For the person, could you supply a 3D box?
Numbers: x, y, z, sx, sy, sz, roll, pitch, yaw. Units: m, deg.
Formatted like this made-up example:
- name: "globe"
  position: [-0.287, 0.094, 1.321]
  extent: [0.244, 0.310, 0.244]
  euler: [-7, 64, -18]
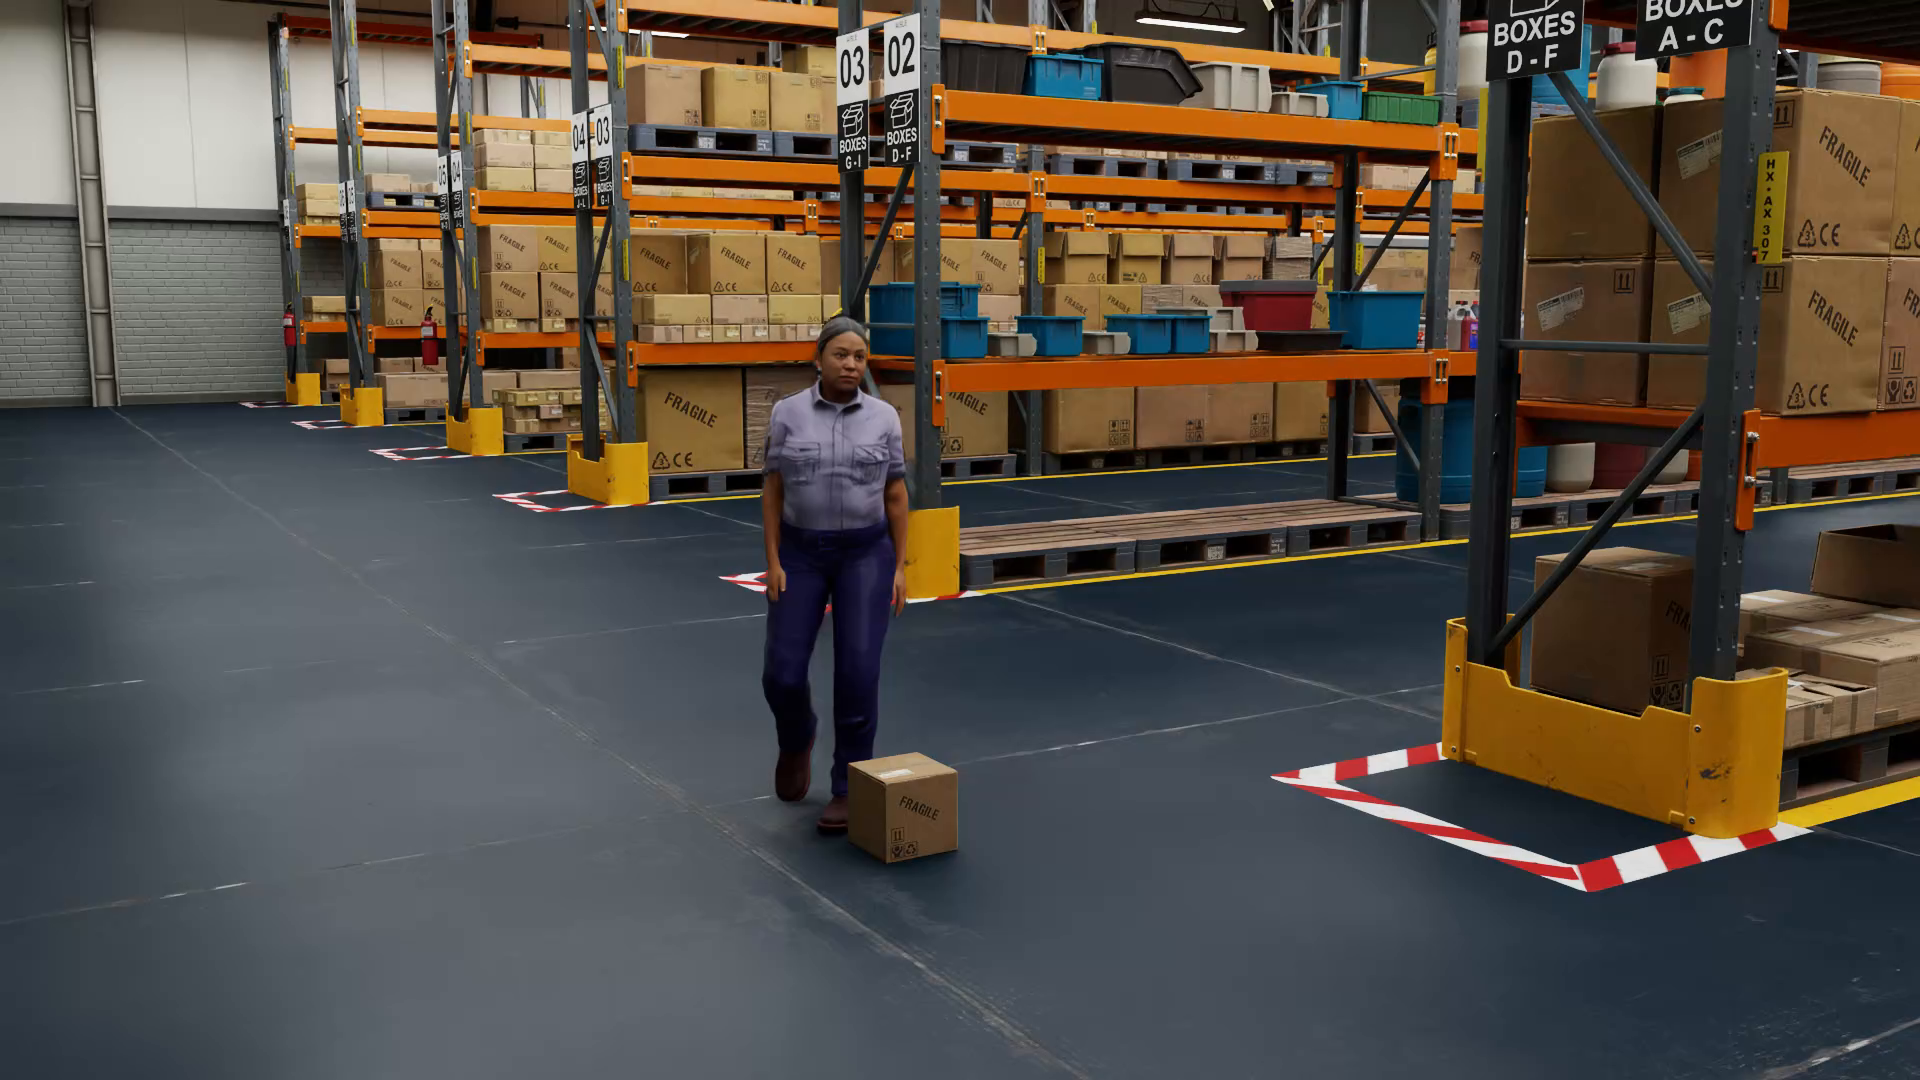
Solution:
- name: "person"
  position: [-0.402, 0.095, 5.386]
  extent: [0.487, 1.622, 0.550]
  euler: [-1, 8, -6]
